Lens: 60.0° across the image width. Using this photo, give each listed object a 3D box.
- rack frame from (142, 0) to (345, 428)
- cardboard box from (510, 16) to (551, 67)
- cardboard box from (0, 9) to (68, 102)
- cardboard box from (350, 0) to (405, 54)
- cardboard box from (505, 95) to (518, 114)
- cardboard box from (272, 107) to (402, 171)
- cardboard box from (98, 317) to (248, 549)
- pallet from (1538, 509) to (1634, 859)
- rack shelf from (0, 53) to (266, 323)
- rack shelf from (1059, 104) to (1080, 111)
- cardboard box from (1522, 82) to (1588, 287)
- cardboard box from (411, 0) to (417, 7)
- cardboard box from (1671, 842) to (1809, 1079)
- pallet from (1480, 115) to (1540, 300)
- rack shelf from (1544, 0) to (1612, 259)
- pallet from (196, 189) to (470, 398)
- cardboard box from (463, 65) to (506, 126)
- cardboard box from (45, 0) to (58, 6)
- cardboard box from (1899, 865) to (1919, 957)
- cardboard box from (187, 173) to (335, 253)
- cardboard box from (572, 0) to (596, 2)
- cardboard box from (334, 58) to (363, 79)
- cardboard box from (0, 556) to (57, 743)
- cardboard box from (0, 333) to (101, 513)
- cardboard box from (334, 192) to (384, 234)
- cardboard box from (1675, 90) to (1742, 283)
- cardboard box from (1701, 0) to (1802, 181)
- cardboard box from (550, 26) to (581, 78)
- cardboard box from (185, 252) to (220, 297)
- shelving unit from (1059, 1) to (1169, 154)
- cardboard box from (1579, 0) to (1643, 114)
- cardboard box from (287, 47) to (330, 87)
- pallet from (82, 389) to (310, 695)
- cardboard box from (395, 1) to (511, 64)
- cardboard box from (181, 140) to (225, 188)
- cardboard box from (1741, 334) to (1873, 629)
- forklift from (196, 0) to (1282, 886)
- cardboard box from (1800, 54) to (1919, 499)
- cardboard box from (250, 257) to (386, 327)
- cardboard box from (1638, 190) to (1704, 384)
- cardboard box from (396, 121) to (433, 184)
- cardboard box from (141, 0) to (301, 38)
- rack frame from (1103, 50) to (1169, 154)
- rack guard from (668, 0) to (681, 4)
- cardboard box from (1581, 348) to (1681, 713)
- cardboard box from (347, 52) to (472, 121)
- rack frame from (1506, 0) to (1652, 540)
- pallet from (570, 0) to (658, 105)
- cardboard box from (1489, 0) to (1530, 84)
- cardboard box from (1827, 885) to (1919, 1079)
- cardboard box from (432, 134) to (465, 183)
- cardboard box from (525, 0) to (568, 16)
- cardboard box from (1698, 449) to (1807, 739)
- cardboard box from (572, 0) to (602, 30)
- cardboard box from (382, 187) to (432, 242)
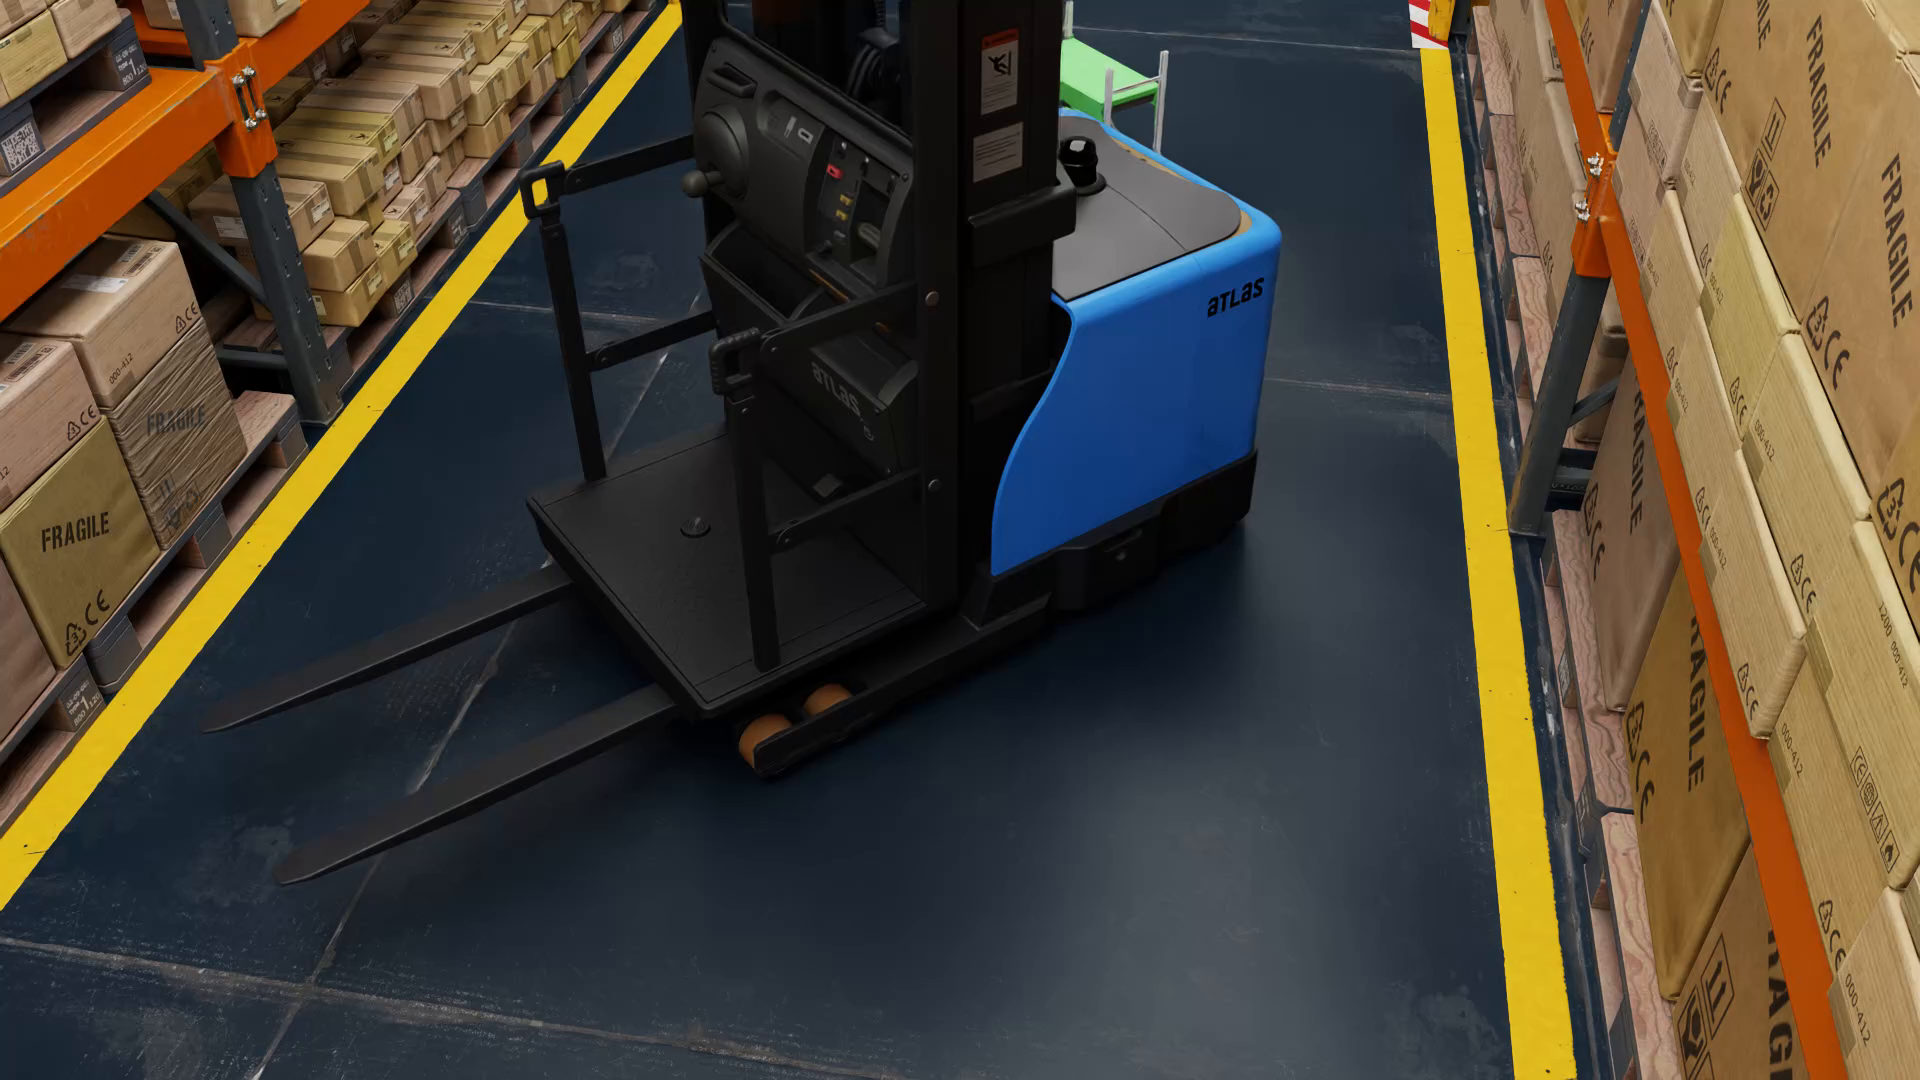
[{"bbox_3d":[-2.652,-1.636,4.875,1.000,3.000,0.127,6,40,8],"label":"rack frame"},{"bbox_3d":[-1.998,-2.150,7.170,0.380,0.149,0.250,8,40,10],"label":"cardboard box"},{"bbox_3d":[-2.570,-1.267,4.296,0.380,0.149,0.250,7,40,8],"label":"cardboard box"},{"bbox_3d":[-2.542,-2.151,6.938,0.380,0.149,0.250,6,40,8],"label":"cardboard box"},{"bbox_3d":[-2.118,-1.884,7.082,0.380,0.149,0.250,7,40,9],"label":"cardboard box"},{"bbox_3d":[-2.287,-1.452,6.093,0.380,0.149,0.250,6,40,7],"label":"cardboard box"},{"bbox_3d":[-2.532,-0.342,4.942,0.500,0.500,0.500,6,40,7],"label":"cardboard box"},{"bbox_3d":[2.182,0.414,4.584,1.003,0.211,1.213,6,40,8],"label":"pallet"},{"bbox_3d":[-2.998,-0.103,3.586,1.077,0.370,4.000,6,40,8],"label":"rack shelf"},{"bbox_3d":[0.413,-1.294,5.597,0.258,0.148,0.480,-24,45,-26],"label":"rack shelf"},{"bbox_3d":[2.610,-1.272,6.116,0.875,0.438,0.875,5,40,6],"label":"cardboard box"},{"bbox_3d":[-2.503,-2.479,7.335,0.380,0.149,0.250,8,40,9],"label":"cardboard box"},{"bbox_3d":[1.909,1.030,2.988,0.875,0.875,0.875,7,40,8],"label":"cardboard box"},{"bbox_3d":[2.658,-1.315,6.675,1.003,0.211,1.213,6,40,8],"label":"pallet"},{"bbox_3d":[2.587,-2.131,6.038,1.077,0.370,4.000,6,40,8],"label":"rack shelf"},{"bbox_3d":[-2.570,-0.987,6.278,1.003,0.211,1.213,6,40,8],"label":"pallet"},{"bbox_3d":[-2.086,-1.822,6.774,0.380,0.149,0.250,6,40,7],"label":"cardboard box"},{"bbox_3d":[-2.526,-1.544,4.398,0.380,0.149,0.250,8,40,9],"label":"cardboard box"},{"bbox_3d":[1.467,0.568,1.935,0.500,0.250,0.500,5,40,7],"label":"cardboard box"},{"bbox_3d":[-2.388,-1.122,5.693,0.380,0.149,0.250,8,40,9],"label":"cardboard box"},{"bbox_3d":[-1.858,-2.635,7.757,0.380,0.149,0.250,5,40,6],"label":"cardboard box"},{"bbox_3d":[-2.616,-1.862,6.823,0.380,0.149,0.250,5,40,6],"label":"cardboard box"},{"bbox_3d":[-2.714,0.301,4.164,0.500,0.500,0.500,6,40,7],"label":"cardboard box"},{"bbox_3d":[-2.634,-0.307,4.311,0.500,0.250,0.500,8,40,10],"label":"cardboard box"},{"bbox_3d":[-2.319,-1.175,5.991,0.380,0.149,0.250,7,40,8],"label":"cardboard box"},{"bbox_3d":[1.825,-0.713,3.484,0.500,0.250,0.500,7,40,8],"label":"cardboard box"},{"bbox_3d":[1.821,-1.011,3.255,0.500,0.500,0.500,6,40,7],"label":"cardboard box"},{"bbox_3d":[-1.933,-2.204,7.469,0.380,0.149,0.250,5,40,6],"label":"cardboard box"},{"bbox_3d":[-2.920,-0.983,5.992,0.380,0.149,0.250,7,40,8],"label":"cardboard box"},{"bbox_3d":[0.413,-1.158,5.709,0.258,1.200,0.503,-24,45,-26],"label":"shelving unit"},{"bbox_3d":[2.069,-1.511,4.645,0.500,0.500,0.500,7,40,8],"label":"cardboard box"},{"bbox_3d":[-2.728,-1.836,6.558,0.380,0.149,0.250,5,40,6],"label":"cardboard box"},{"bbox_3d":[-2.785,-0.072,5.172,1.003,0.211,1.213,6,40,8],"label":"pallet"},{"bbox_3d":[-2.093,-2.100,6.876,0.380,0.149,0.250,7,40,8],"label":"cardboard box"},{"bbox_3d":[-2.842,-1.345,5.964,0.380,0.149,0.250,7,40,8],"label":"cardboard box"},{"bbox_3d":[1.626,-0.082,2.720,0.500,0.250,0.500,5,40,6],"label":"cardboard box"},{"bbox_3d":[-0.572,-0.882,4.016,3.031,2.935,1.130,-25,46,-27],"label":"forklift"},{"bbox_3d":[1.648,-0.371,2.481,0.500,0.500,0.500,6,40,7],"label":"cardboard box"},{"bbox_3d":[-2.272,-0.892,5.883,0.380,0.149,0.250,5,40,6],"label":"cardboard box"},{"bbox_3d":[1.817,-0.524,3.647,0.500,0.250,0.500,5,40,7],"label":"cardboard box"},{"bbox_3d":[-2.262,-1.501,6.385,0.380,0.149,0.250,4,40,5],"label":"cardboard box"},{"bbox_3d":[-2.281,-1.681,5.126,0.380,0.149,0.250,8,40,9],"label":"cardboard box"},{"bbox_3d":[0.552,-1.030,5.554,0.240,1.200,0.015,-24,45,-26],"label":"rack frame"},{"bbox_3d":[-1.973,-3.135,8.650,1.175,0.500,0.348,6,40,8],"label":"rack guard"},{"bbox_3d":[2.212,-0.099,4.353,0.875,0.875,0.875,8,40,9],"label":"cardboard box"},{"bbox_3d":[-2.140,-1.769,6.476,0.380,0.149,0.250,7,40,9],"label":"cardboard box"},{"bbox_3d":[2.241,-1.153,4.291,1.000,3.000,0.127,6,40,8],"label":"rack frame"},{"bbox_3d":[-2.148,-2.518,8.130,1.003,0.211,1.213,6,40,8],"label":"pallet"},{"bbox_3d":[2.917,-2.413,7.496,0.875,0.438,0.875,5,40,6],"label":"cardboard box"},{"bbox_3d":[1.454,0.746,2.111,0.500,0.250,0.500,7,40,8],"label":"cardboard box"},{"bbox_3d":[-2.228,-1.558,6.688,0.380,0.149,0.250,5,40,6],"label":"cardboard box"},{"bbox_3d":[-1.920,-2.420,7.264,0.380,0.149,0.250,8,40,9],"label":"cardboard box"},{"bbox_3d":[1.617,0.109,2.882,0.500,0.250,0.500,6,40,7],"label":"cardboard box"},{"bbox_3d":[-1.921,-2.527,7.860,0.380,0.149,0.250,6,40,7],"label":"cardboard box"},{"bbox_3d":[-2.235,-1.221,6.280,0.380,0.149,0.250,6,40,7],"label":"cardboard box"}]
